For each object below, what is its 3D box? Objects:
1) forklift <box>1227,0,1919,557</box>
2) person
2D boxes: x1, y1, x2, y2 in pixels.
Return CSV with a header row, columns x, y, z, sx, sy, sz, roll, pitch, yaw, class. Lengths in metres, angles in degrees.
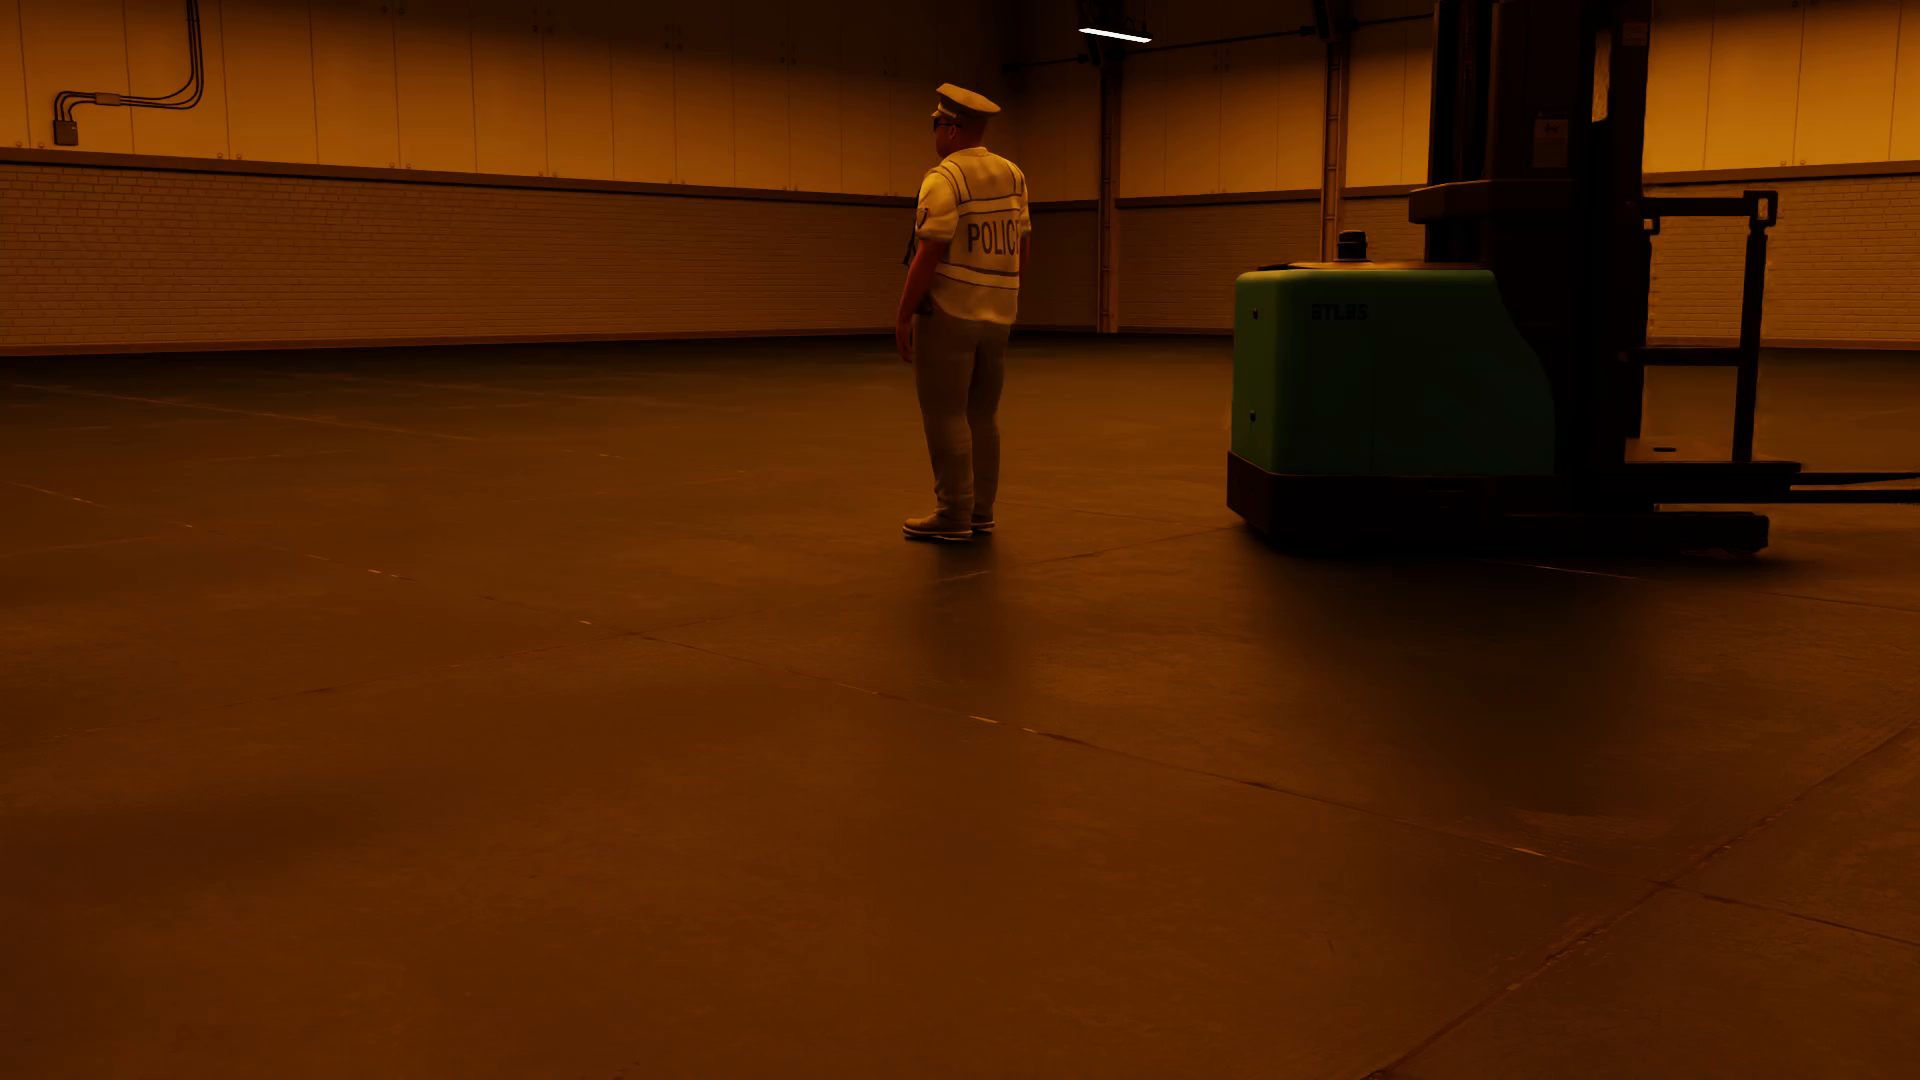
x,y,z,sx,sy,sz,roll,pitch,yaw,class
2.678,-1.465,6.601,3.031,2.935,1.130,0,9,-1,forklift
-0.048,-0.897,6.645,0.575,1.780,0.640,8,12,43,person
